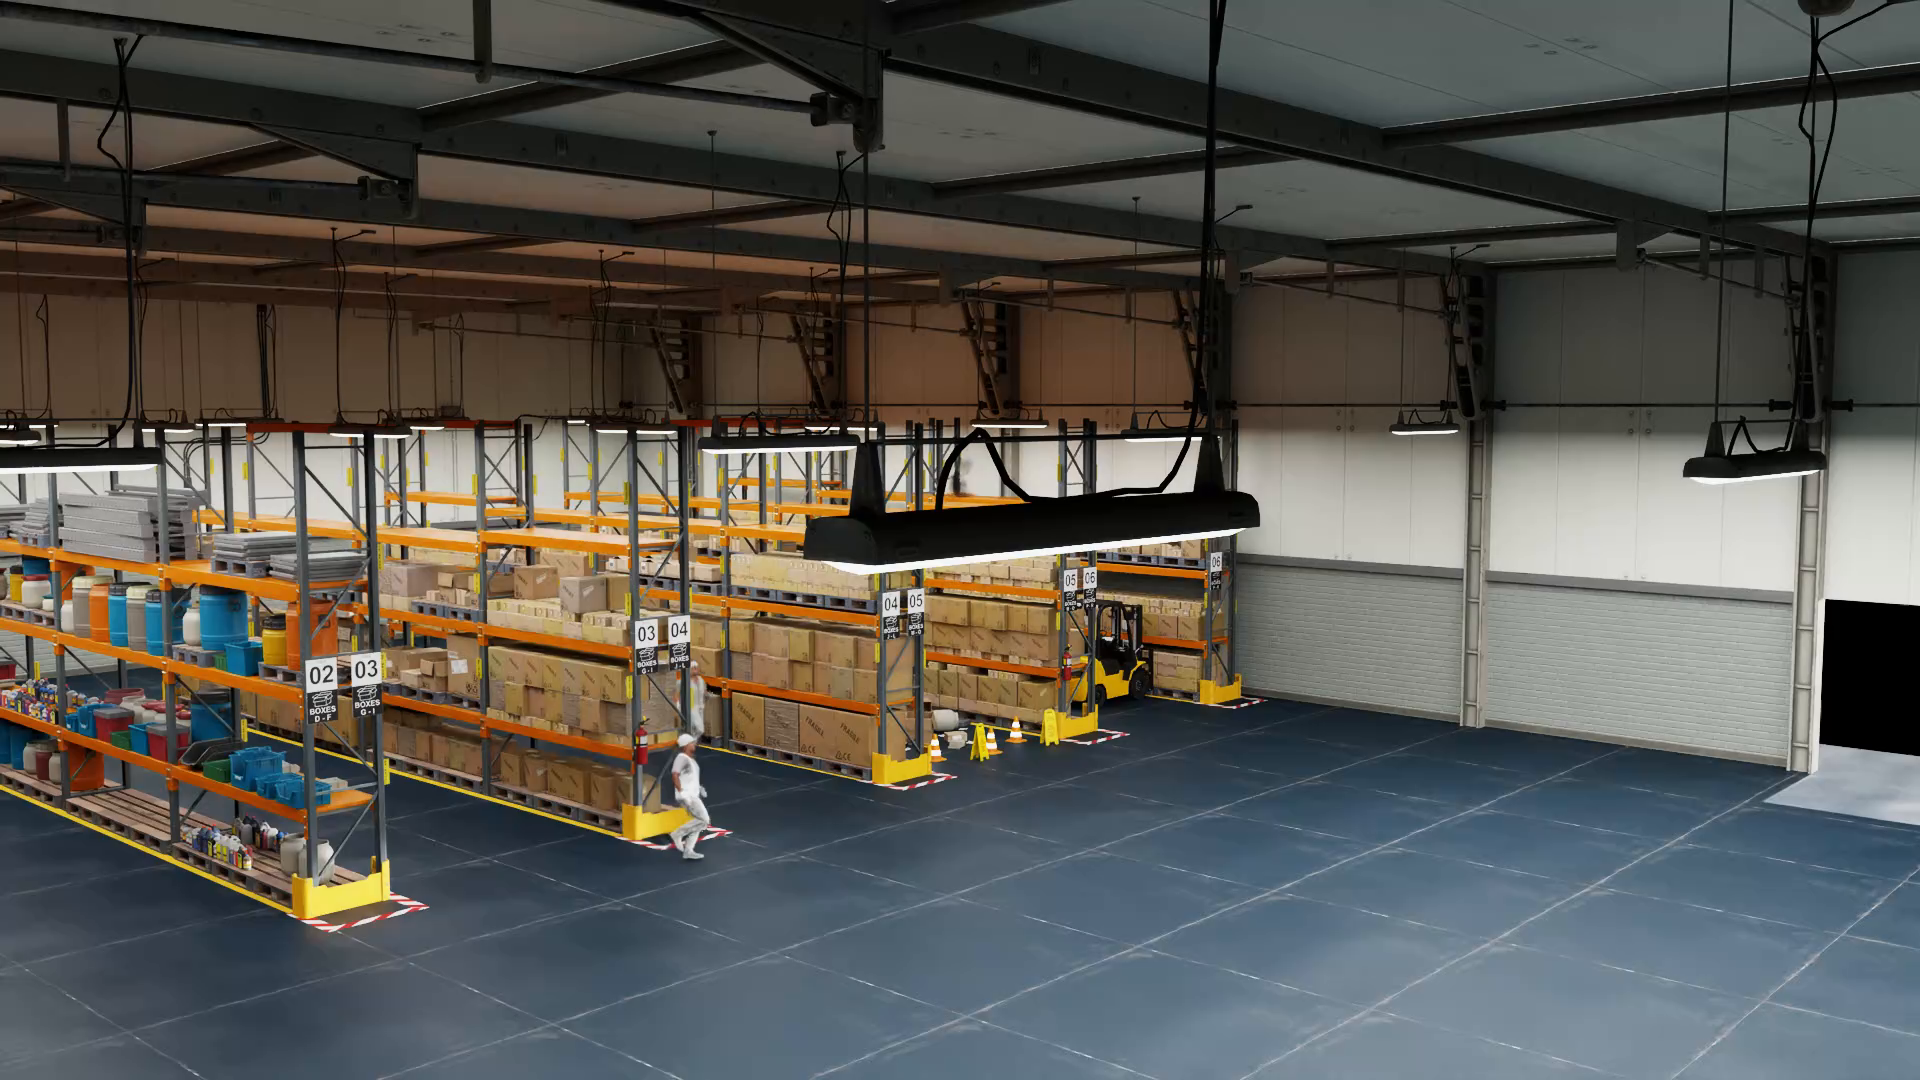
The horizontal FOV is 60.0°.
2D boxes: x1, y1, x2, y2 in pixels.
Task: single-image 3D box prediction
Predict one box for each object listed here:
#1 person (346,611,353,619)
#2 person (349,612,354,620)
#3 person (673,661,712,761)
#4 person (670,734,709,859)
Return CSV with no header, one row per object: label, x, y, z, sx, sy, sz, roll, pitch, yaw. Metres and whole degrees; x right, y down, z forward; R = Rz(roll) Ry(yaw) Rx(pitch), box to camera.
person,-13.876,2.407,37.787,0.625,1.672,0.816,-1,5,-16
person,-13.524,2.458,36.989,0.758,1.711,0.790,-3,5,-30
person,-4.696,3.031,29.466,0.700,1.784,0.640,3,6,34
person,-3.780,3.576,23.296,0.545,1.706,0.733,0,5,-5
